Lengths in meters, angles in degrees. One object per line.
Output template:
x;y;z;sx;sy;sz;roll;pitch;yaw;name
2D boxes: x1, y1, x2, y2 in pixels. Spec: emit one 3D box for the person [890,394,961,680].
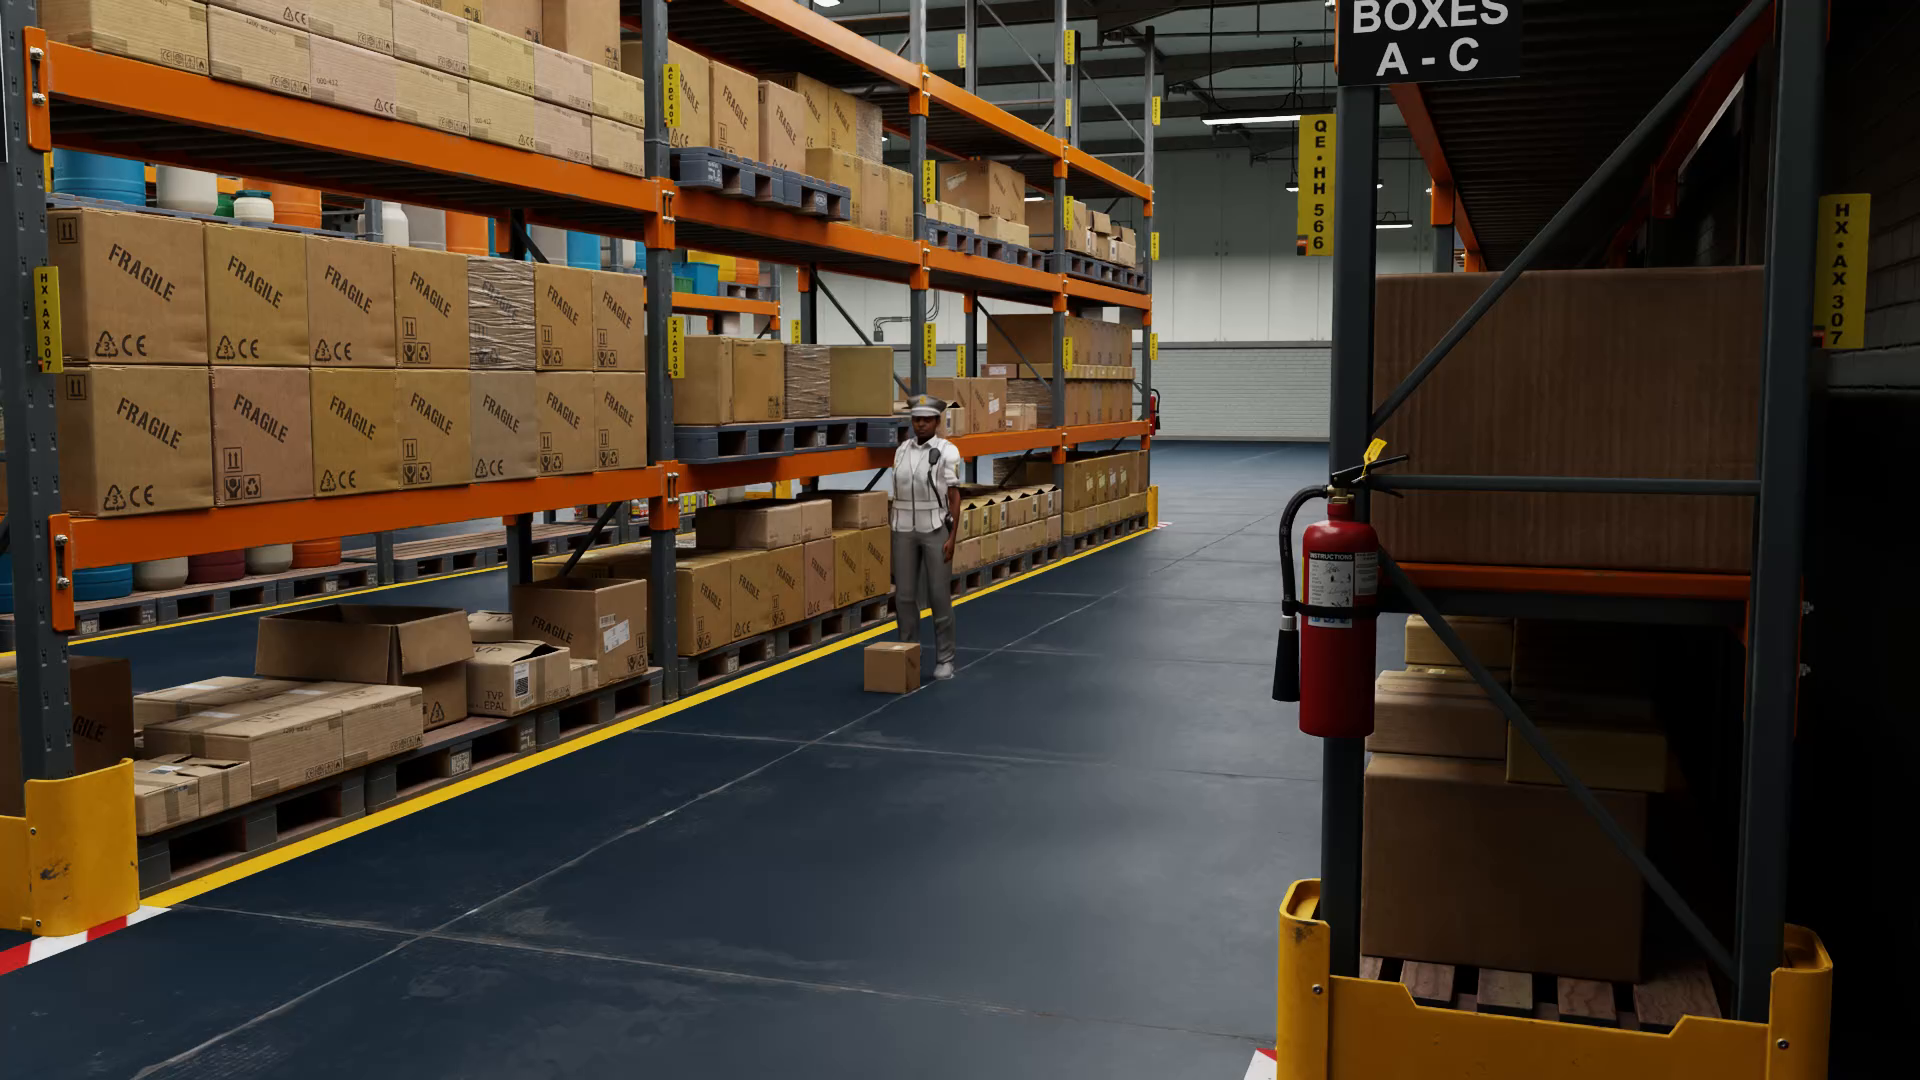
-0.211;-0.016;9.905;0.436;1.697;0.339;2;6;21;person
